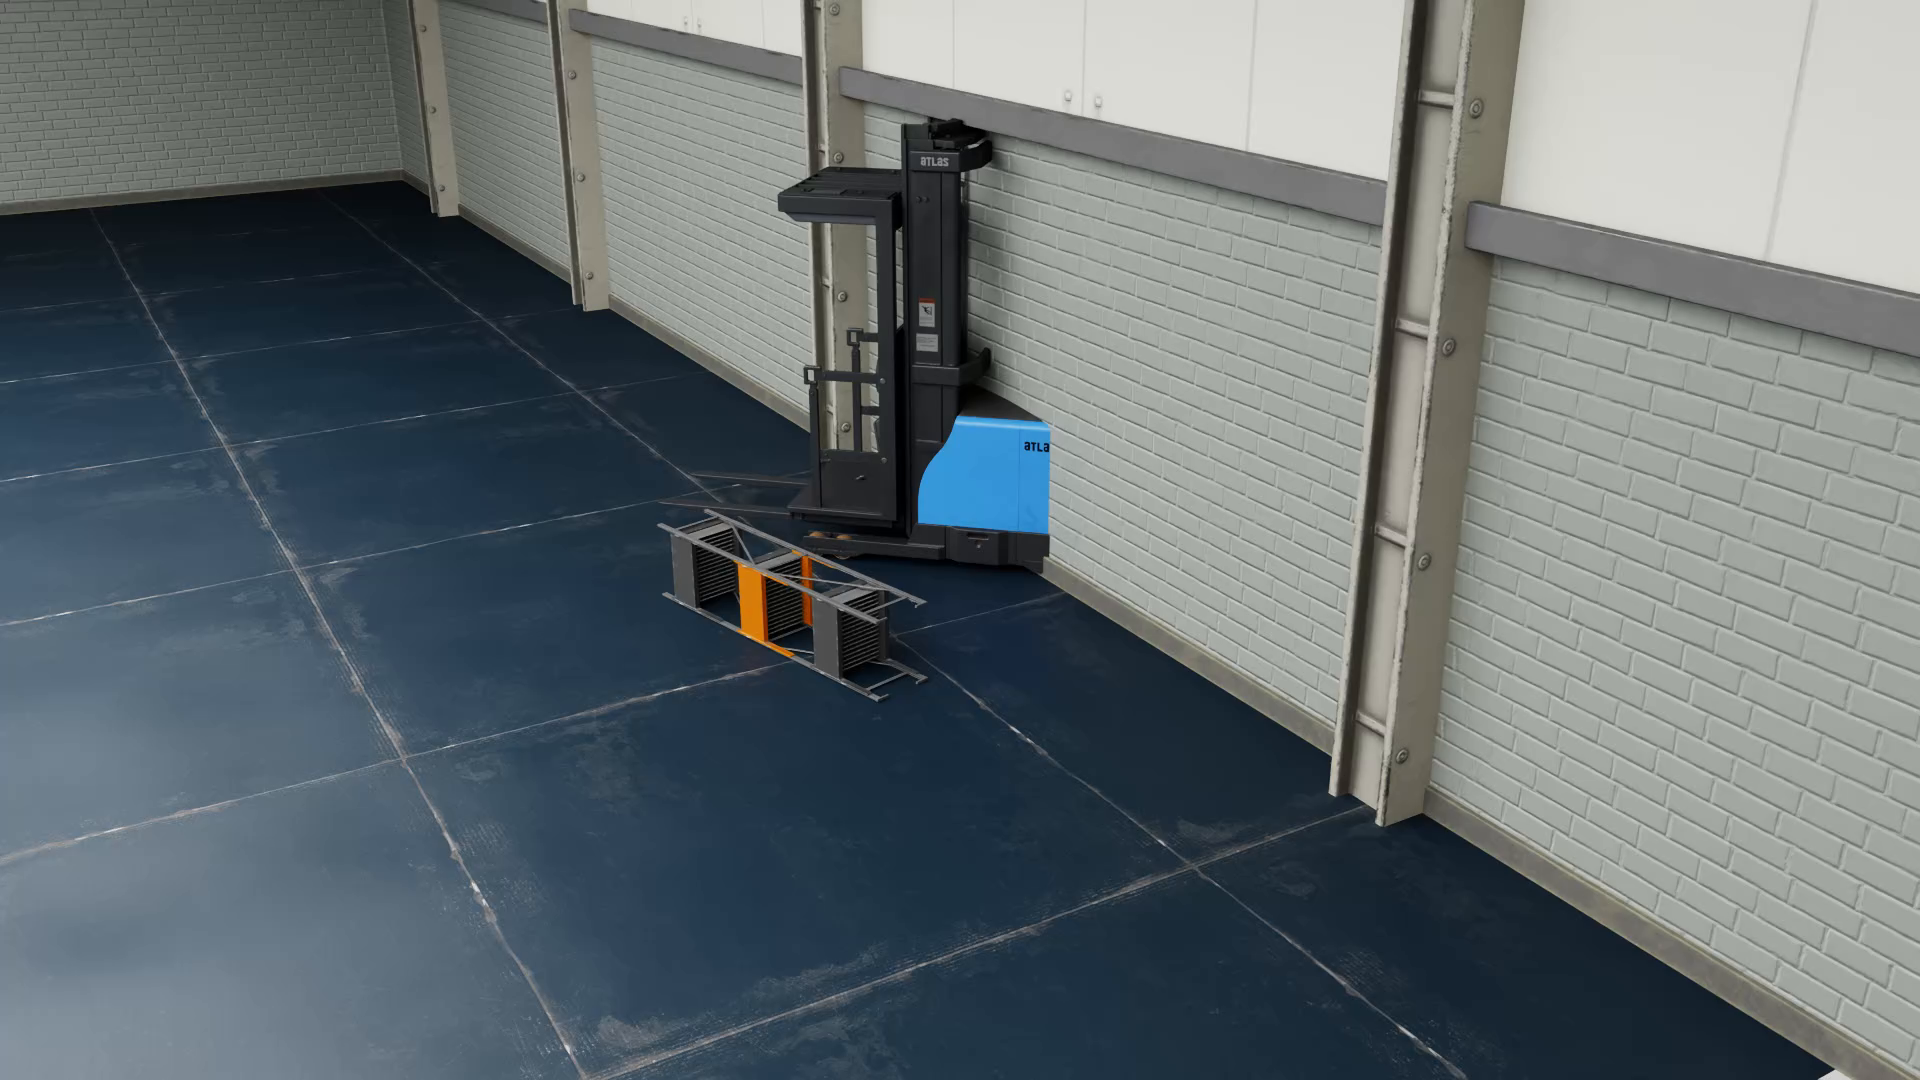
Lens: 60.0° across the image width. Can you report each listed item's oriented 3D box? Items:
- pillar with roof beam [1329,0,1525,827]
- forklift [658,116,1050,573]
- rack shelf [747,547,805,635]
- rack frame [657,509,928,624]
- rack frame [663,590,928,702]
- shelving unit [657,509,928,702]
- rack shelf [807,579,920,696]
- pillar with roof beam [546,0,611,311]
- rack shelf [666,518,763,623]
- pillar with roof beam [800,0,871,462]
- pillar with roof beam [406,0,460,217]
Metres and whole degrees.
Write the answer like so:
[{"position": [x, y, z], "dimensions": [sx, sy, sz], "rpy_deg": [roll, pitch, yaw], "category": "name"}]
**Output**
[{"position": [-1.565, -2.002, 4.787], "dimensions": [9.100, 9.000, 0.400], "rpy_deg": [-13, 25, -28], "category": "pillar with roof beam"}, {"position": [-0.607, -1.412, 11.392], "dimensions": [3.031, 2.935, 1.130], "rpy_deg": [5, 23, 12], "category": "forklift"}, {"position": [-1.154, 0.327, 10.321], "dimensions": [0.368, 0.457, 0.174], "rpy_deg": [-20, 30, -41], "category": "rack shelf"}, {"position": [-1.067, 0.134, 10.148], "dimensions": [0.400, 0.015, 2.100], "rpy_deg": [-20, 30, -41], "category": "rack frame"}, {"position": [-1.067, 0.586, 10.332], "dimensions": [0.400, 0.015, 2.100], "rpy_deg": [-20, 30, -41], "category": "rack frame"}, {"position": [-1.067, 0.360, 10.240], "dimensions": [0.431, 0.503, 2.100], "rpy_deg": [-20, 30, -41], "category": "shelving unit"}, {"position": [-0.565, 0.551, 9.770], "dimensions": [0.431, 0.480, 0.518], "rpy_deg": [-20, 30, -41], "category": "rack shelf"}, {"position": [-7.694, -5.887, 14.344], "dimensions": [9.100, 9.000, 0.400], "rpy_deg": [-13, 25, -28], "category": "pillar with roof beam"}, {"position": [-1.550, 0.176, 10.692], "dimensions": [0.431, 0.480, 0.518], "rpy_deg": [-20, 30, -41], "category": "rack shelf"}, {"position": [-4.629, -3.945, 9.566], "dimensions": [9.100, 9.000, 0.400], "rpy_deg": [-13, 25, -28], "category": "pillar with roof beam"}, {"position": [-10.759, -7.829, 19.123], "dimensions": [9.100, 9.000, 0.400], "rpy_deg": [-13, 25, -28], "category": "pillar with roof beam"}]
